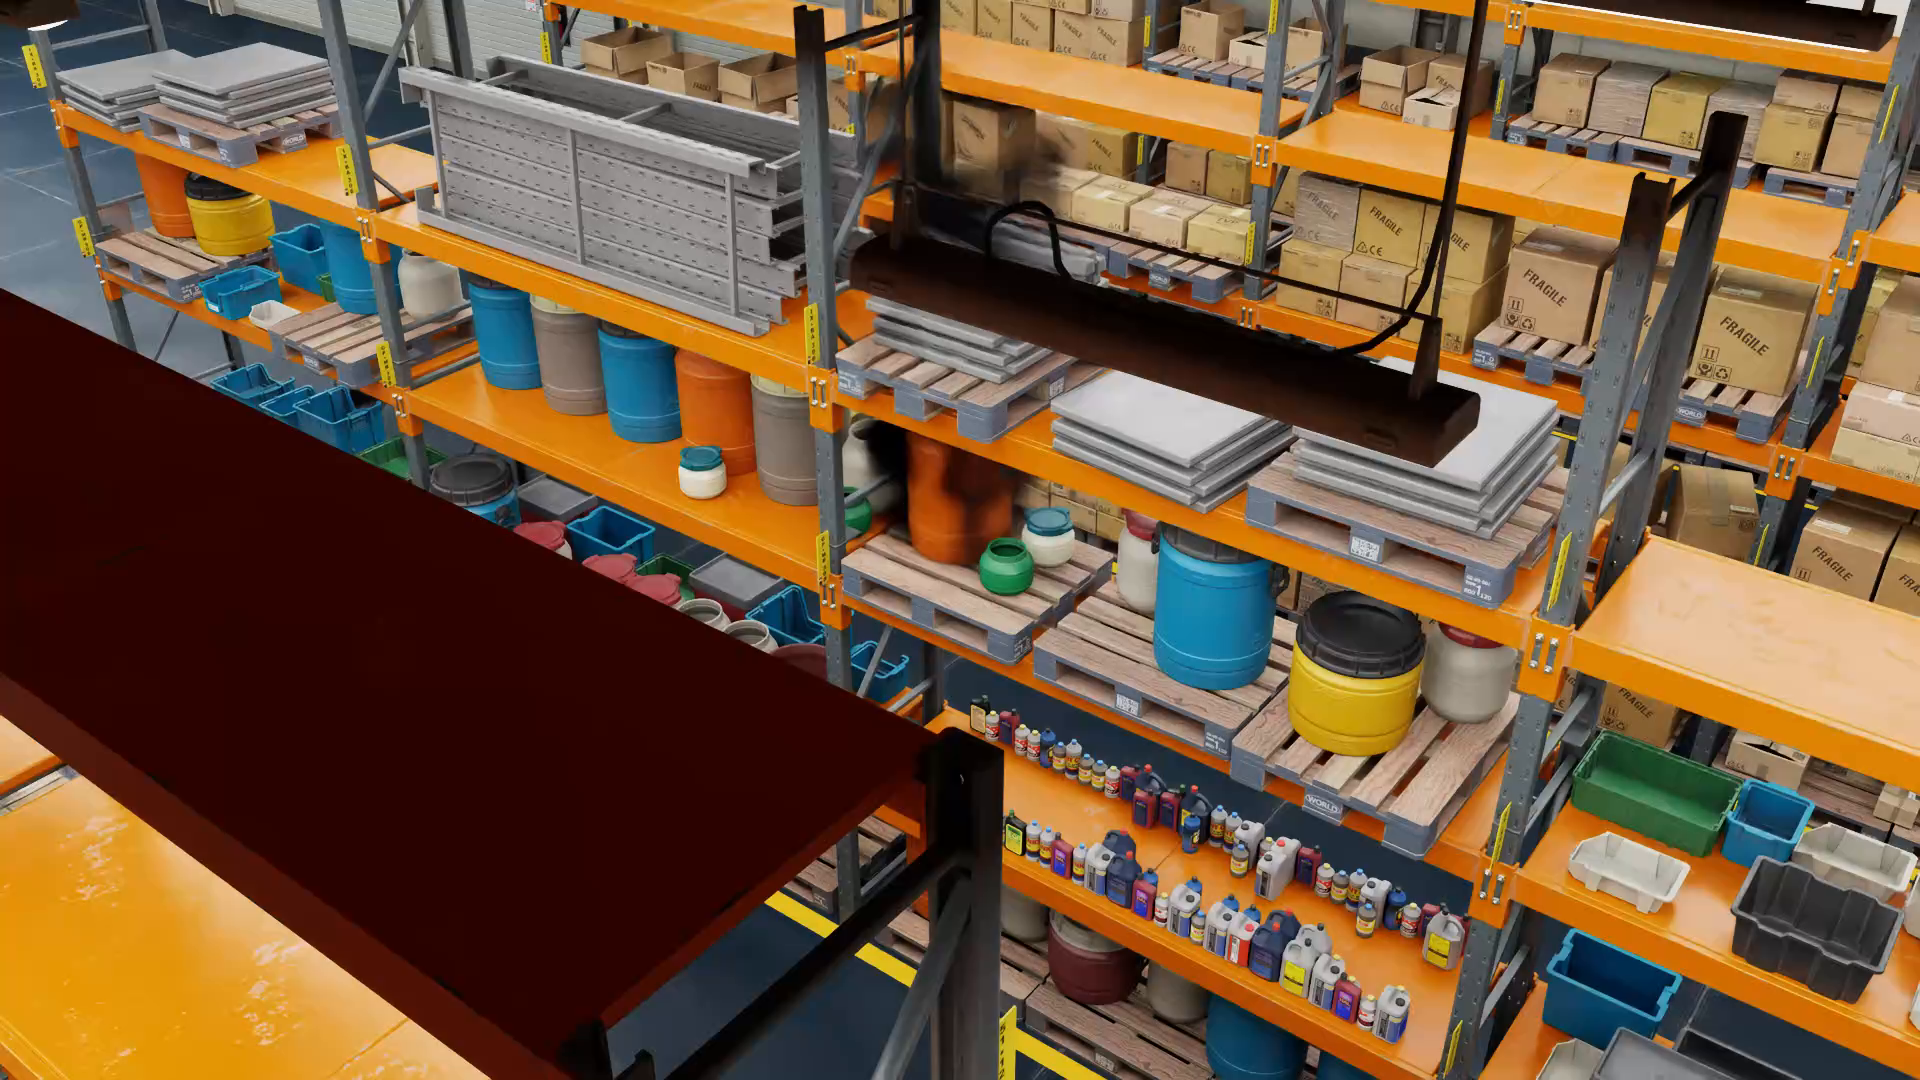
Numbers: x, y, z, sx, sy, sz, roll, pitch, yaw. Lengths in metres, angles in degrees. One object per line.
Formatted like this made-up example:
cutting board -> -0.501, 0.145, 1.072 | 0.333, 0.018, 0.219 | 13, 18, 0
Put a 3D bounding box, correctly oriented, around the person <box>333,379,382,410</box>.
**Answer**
person -> -5.698, -1.333, 15.840 | 0.626, 1.722, 0.631 | 12, 33, 18
